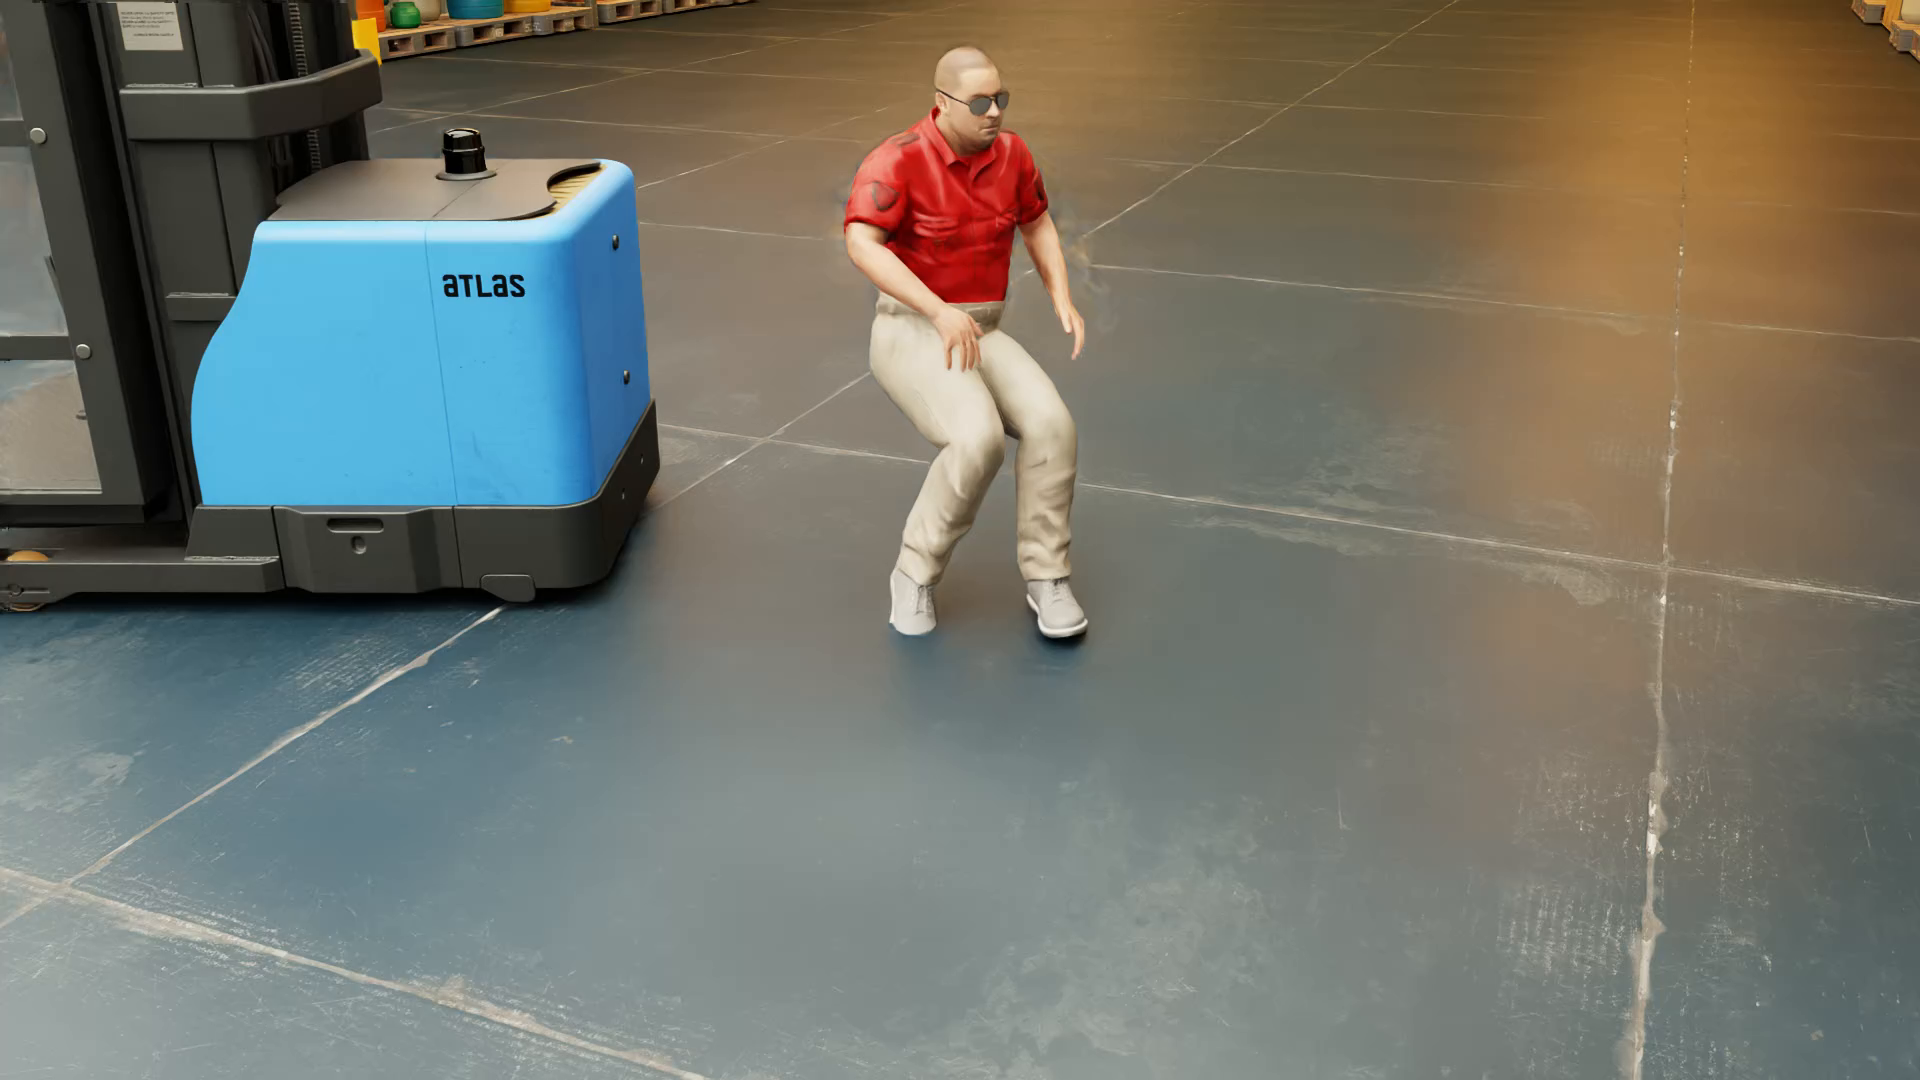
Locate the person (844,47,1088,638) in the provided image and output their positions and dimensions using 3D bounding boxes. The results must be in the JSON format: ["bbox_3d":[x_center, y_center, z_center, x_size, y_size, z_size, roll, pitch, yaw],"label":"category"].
[{"bbox_3d":[0.107,-0.517,4.502,0.824,1.543,0.855,-18,29,-37],"label":"person"}]

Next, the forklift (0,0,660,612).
[{"bbox_3d":[-2.503,-1.357,4.539,3.031,2.935,1.130,0,23,0],"label":"forklift"}]
